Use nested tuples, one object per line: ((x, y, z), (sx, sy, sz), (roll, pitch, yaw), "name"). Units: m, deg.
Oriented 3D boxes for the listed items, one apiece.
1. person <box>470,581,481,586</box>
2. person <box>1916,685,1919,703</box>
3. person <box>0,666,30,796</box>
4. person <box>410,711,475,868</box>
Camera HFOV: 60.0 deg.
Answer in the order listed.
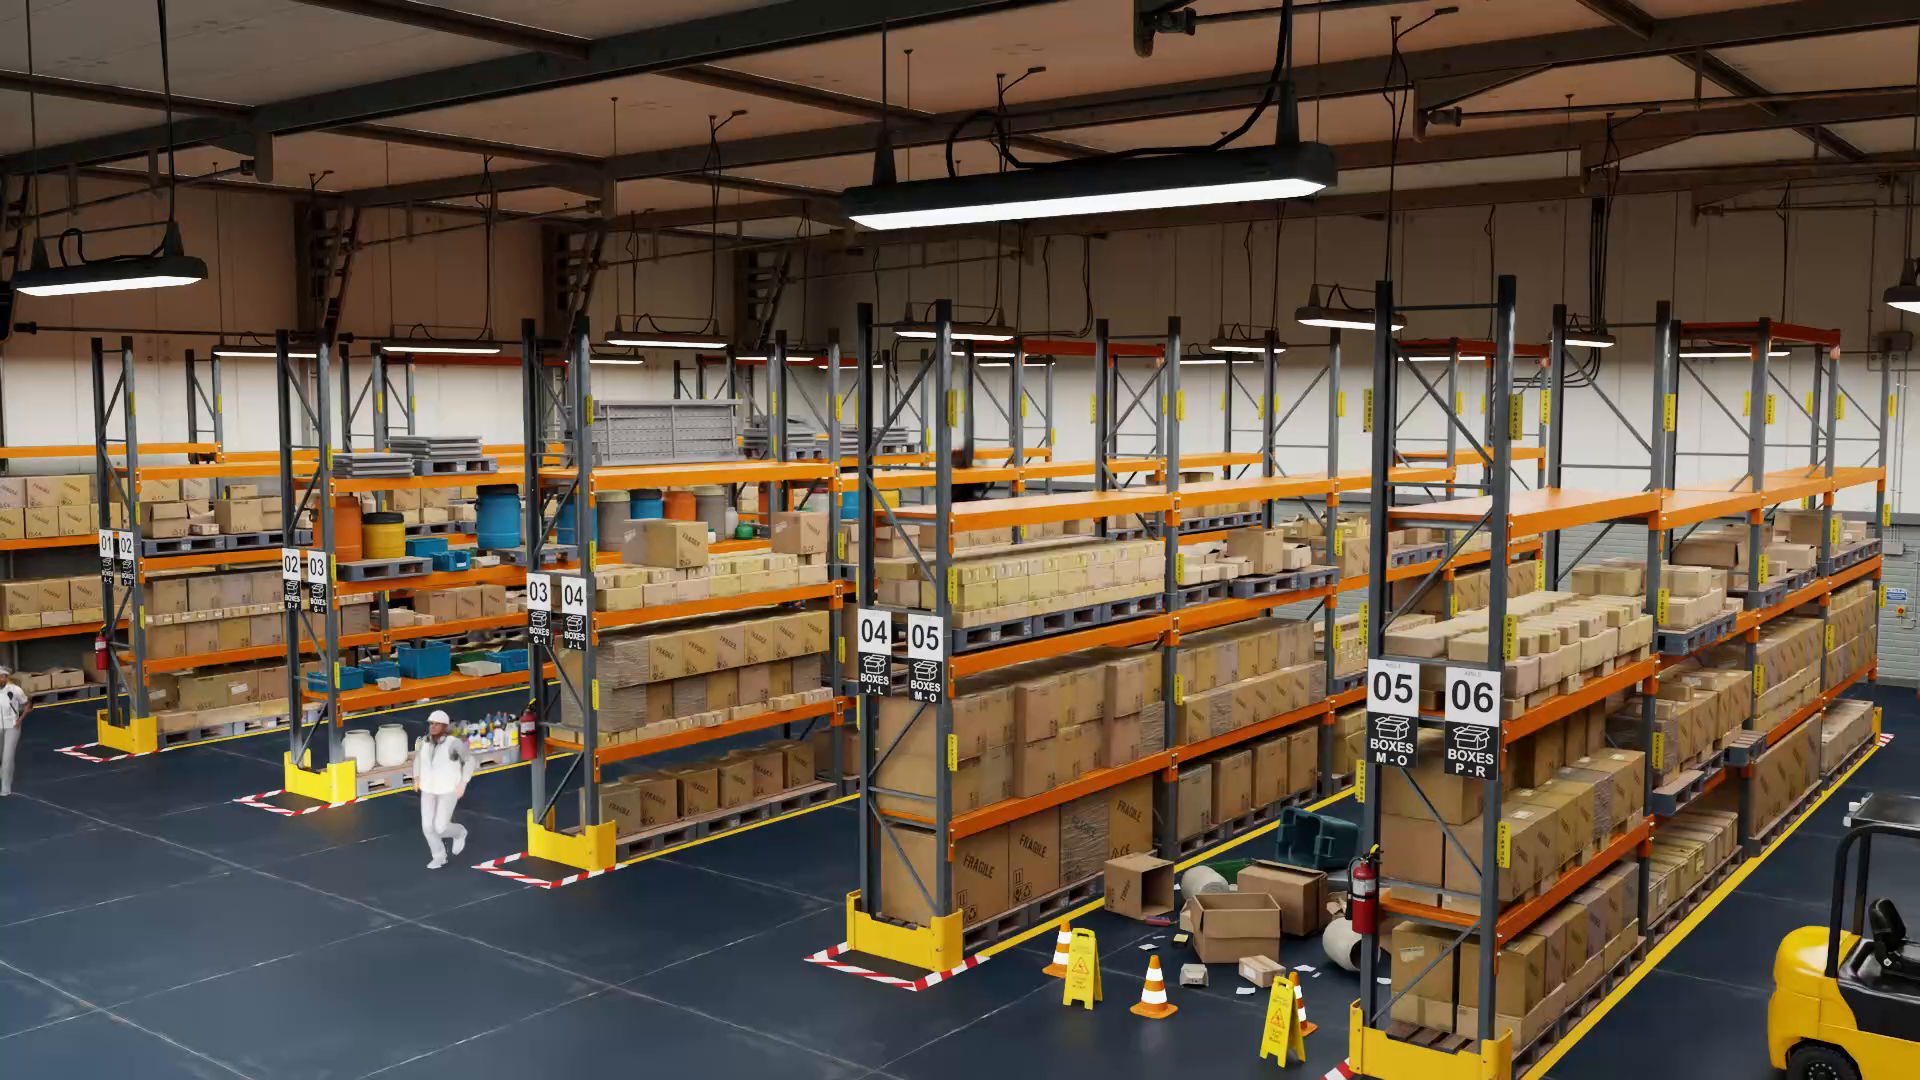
((-9.351, 1.555, 32.197), (0.539, 1.611, 0.874), (3, 6, 27), "person")
((13.067, 2.346, 22.094), (0.643, 1.687, 0.564), (3, 6, 30), "person")
((-12.444, 2.462, 21.691), (0.577, 1.676, 0.570), (-2, 5, -22), "person")
((-5.684, 2.724, 18.161), (0.696, 1.732, 0.586), (1, 5, 10), "person")
